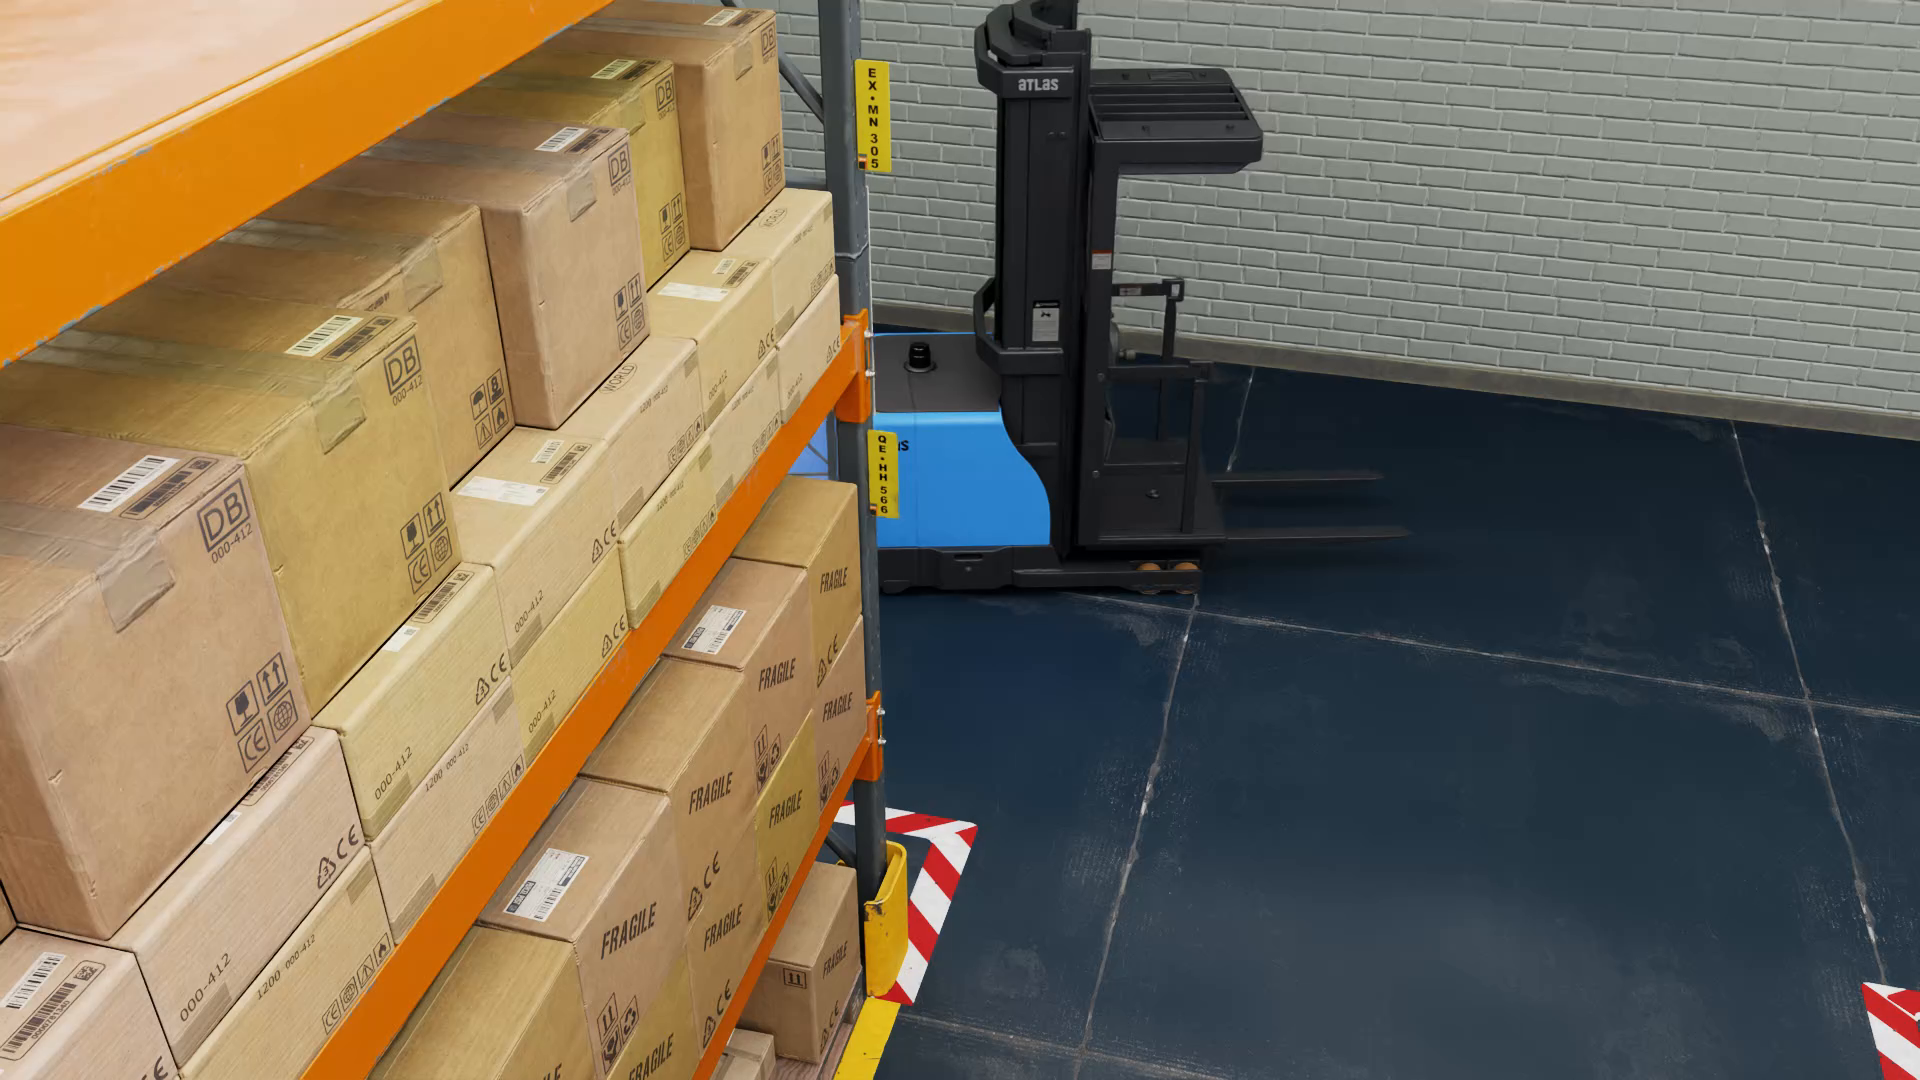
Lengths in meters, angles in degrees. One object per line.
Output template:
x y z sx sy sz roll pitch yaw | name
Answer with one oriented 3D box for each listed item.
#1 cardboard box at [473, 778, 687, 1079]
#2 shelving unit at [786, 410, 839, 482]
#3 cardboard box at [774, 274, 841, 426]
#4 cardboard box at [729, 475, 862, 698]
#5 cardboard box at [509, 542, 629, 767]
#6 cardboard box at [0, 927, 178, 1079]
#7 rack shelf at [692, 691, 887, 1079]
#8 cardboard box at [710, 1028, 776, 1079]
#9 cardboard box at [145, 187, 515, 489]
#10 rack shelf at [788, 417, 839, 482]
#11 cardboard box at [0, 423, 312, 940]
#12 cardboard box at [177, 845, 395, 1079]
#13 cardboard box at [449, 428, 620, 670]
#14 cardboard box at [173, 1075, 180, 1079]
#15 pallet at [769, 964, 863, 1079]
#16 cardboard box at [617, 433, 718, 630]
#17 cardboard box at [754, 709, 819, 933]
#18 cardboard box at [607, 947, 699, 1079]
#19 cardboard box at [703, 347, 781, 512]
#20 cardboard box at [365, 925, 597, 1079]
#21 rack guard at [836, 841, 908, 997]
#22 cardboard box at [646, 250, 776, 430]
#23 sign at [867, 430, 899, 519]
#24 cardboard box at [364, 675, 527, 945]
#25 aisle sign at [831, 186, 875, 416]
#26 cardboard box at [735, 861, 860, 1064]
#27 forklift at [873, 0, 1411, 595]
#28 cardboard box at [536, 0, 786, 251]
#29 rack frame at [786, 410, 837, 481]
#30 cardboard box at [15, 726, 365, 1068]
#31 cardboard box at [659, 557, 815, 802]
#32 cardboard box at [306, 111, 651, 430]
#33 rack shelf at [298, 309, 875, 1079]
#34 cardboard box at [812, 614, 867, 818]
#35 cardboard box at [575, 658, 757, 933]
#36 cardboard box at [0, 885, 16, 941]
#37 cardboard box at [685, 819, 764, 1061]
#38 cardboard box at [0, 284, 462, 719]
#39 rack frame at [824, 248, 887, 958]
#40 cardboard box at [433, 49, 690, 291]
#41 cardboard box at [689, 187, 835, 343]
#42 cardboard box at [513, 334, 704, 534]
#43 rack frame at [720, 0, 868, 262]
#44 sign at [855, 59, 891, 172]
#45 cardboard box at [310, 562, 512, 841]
-1.016 0.924 4.045 0.500 0.500 0.500 9 34 14 | cardboard box
-0.896 -0.600 8.865 0.538 1.500 1.048 -1 32 -2 | shelving unit
-0.659 -0.579 4.778 0.500 0.250 0.500 8 33 12 | cardboard box
-0.631 0.125 5.301 0.500 0.500 0.500 8 33 12 | cardboard box
-1.054 0.198 3.557 0.500 0.250 0.500 8 33 12 | cardboard box
-1.435 0.765 2.199 0.500 0.250 0.500 8 33 12 | cardboard box
-1.292 1.663 4.579 1.077 0.370 4.000 8 33 12 | rack shelf
-0.874 1.845 5.853 0.380 0.166 0.250 8 33 12 | cardboard box
-1.348 -0.371 3.287 0.700 0.500 0.500 8 33 12 | cardboard box
-0.896 -0.448 8.962 0.538 0.185 1.000 -1 32 -2 | rack shelf
-1.449 0.169 2.437 0.700 0.500 0.500 8 33 12 | cardboard box
-1.305 0.717 2.740 0.500 0.250 0.500 8 33 12 | cardboard box
-1.045 -0.012 3.421 0.500 0.250 0.500 8 33 12 | cardboard box
-1.436 0.976 2.333 0.500 0.250 0.500 8 33 12 | cardboard box
-1.005 1.951 6.054 1.003 0.211 1.213 8 33 12 | pallet
-0.911 -0.060 3.962 0.500 0.250 0.500 8 33 12 | cardboard box
-0.763 0.818 5.144 0.500 0.500 0.500 8 33 13 | cardboard box
-1.023 1.338 4.326 0.500 0.500 0.500 8 33 12 | cardboard box
-0.797 -0.321 4.372 0.500 0.250 0.500 8 33 12 | cardboard box
-1.146 1.192 3.624 0.500 0.500 0.500 7 33 11 | cardboard box
-0.803 1.416 6.627 1.175 0.500 0.348 8 33 12 | rack guard
-0.794 -0.532 4.238 0.500 0.250 0.500 8 33 12 | cardboard box
-0.252 -0.215 5.488 0.100 0.325 0.005 8 33 12 | sign
-1.177 0.458 3.148 0.500 0.250 0.500 8 33 12 | cardboard box
-0.470 -0.770 5.311 0.394 0.787 0.004 8 33 12 | aisle sign
-0.684 1.506 6.075 0.500 0.500 0.500 8 33 12 | cardboard box
0.906 -1.230 8.523 3.031 2.935 1.130 -1 32 -2 | forklift
-0.899 -1.140 4.496 0.700 0.500 0.500 8 33 12 | cardboard box
-0.874 -0.327 8.437 0.500 1.500 0.032 -1 32 -2 | rack frame
-1.310 0.505 2.607 0.500 0.250 0.500 8 33 12 | cardboard box
-0.758 0.388 4.889 0.500 0.500 0.500 9 34 14 | cardboard box
-1.131 -0.618 3.675 0.700 0.500 0.500 8 33 12 | cardboard box
-1.292 0.397 3.774 1.077 0.370 4.000 8 33 12 | rack shelf
-0.634 0.548 5.568 0.500 0.500 0.500 9 34 14 | cardboard box
-0.885 0.657 4.465 0.500 0.500 0.500 9 34 14 | cardboard box
-1.713 0.409 2.059 0.700 0.500 0.500 8 33 12 | cardboard box
-0.894 1.076 4.738 0.500 0.500 0.500 8 33 13 | cardboard box
-1.328 -0.091 2.846 0.700 0.500 0.500 8 33 12 | cardboard box
-0.784 0.321 6.019 1.000 3.000 0.127 8 33 12 | rack frame
-1.107 -0.892 4.106 0.700 0.500 0.500 8 33 12 | cardboard box
-0.668 -0.791 4.646 0.500 0.250 0.500 8 33 12 | cardboard box
-0.925 -0.273 3.830 0.500 0.250 0.500 8 33 12 | cardboard box
-0.784 -2.211 4.409 1.000 3.000 0.127 8 33 12 | rack frame
-0.252 -1.232 4.841 0.100 0.325 0.005 8 33 12 | sign
-1.172 0.247 3.013 0.500 0.250 0.500 8 33 12 | cardboard box
